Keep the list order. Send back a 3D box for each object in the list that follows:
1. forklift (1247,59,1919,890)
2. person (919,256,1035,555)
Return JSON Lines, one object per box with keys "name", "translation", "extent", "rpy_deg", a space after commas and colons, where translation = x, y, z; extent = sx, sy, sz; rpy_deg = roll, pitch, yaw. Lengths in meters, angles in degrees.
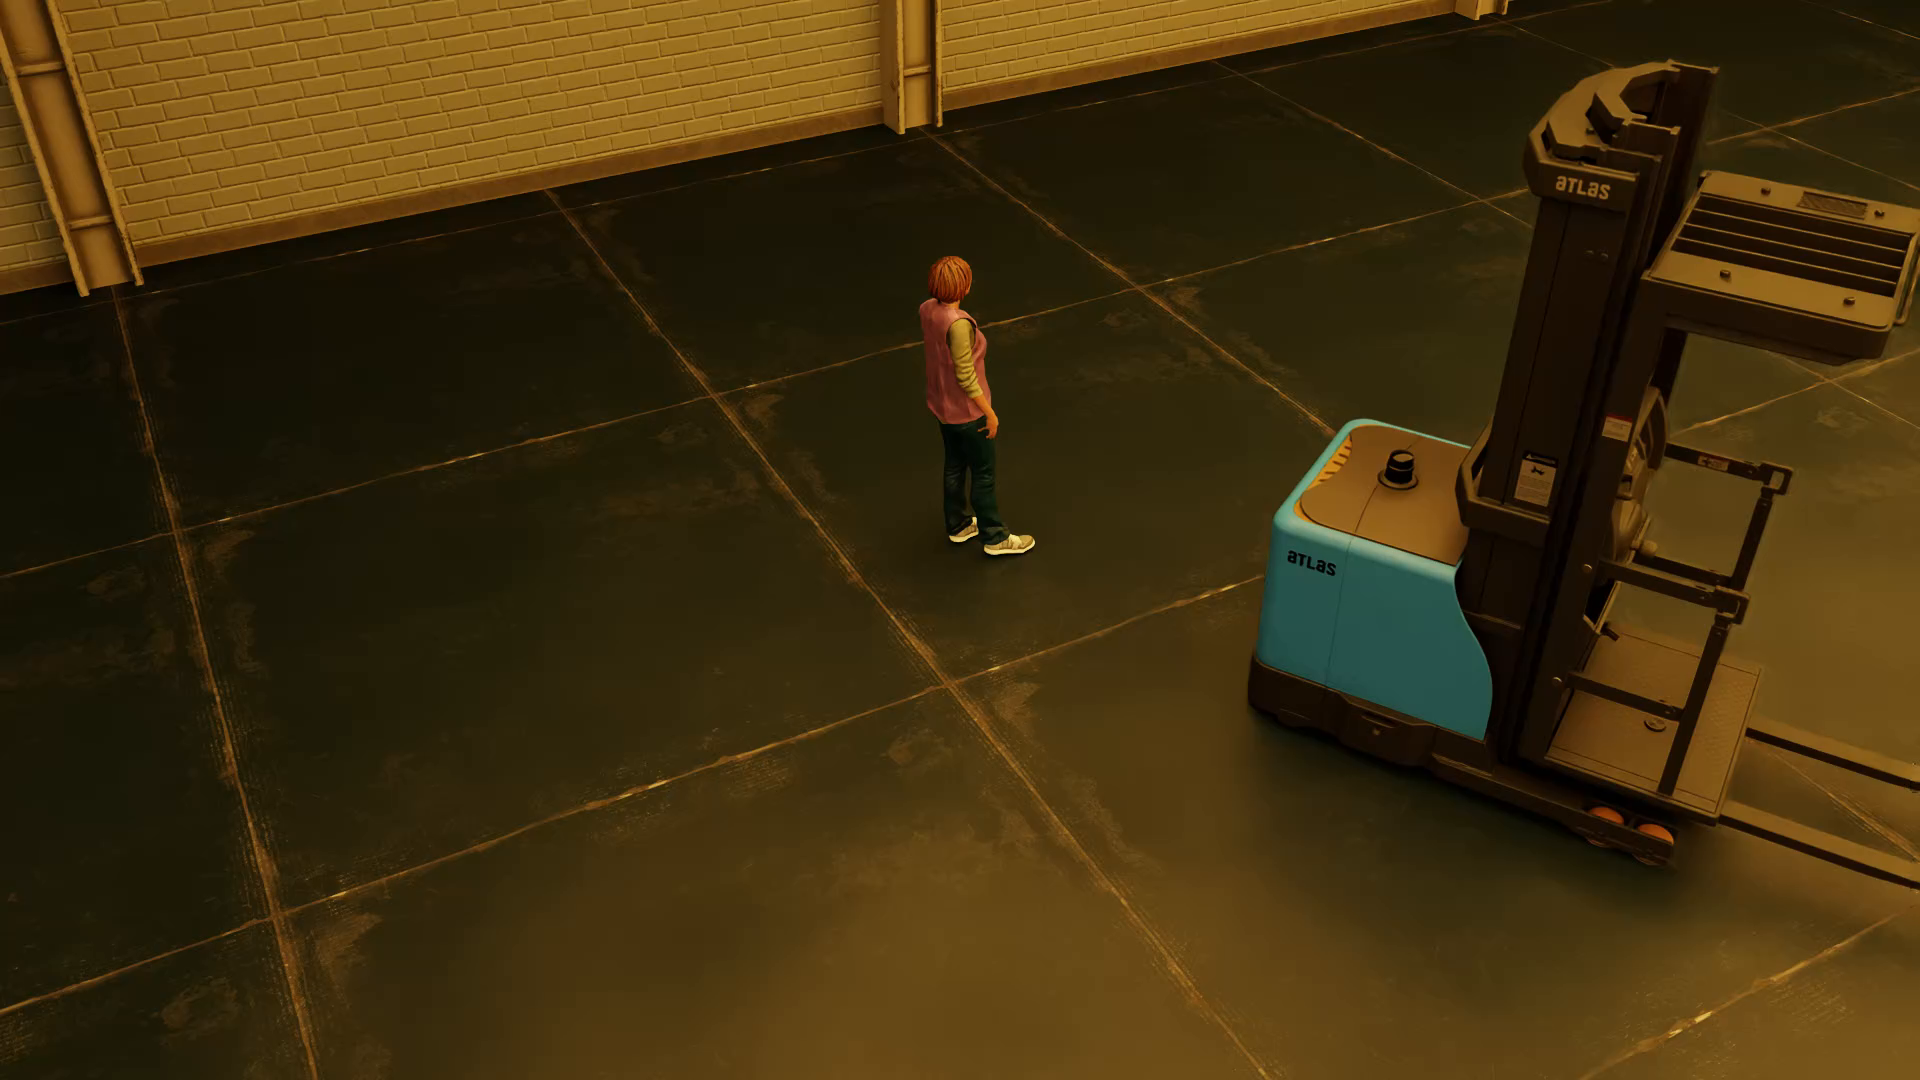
{"name": "forklift", "translation": [2.832, -0.224, 6.440], "extent": [3.031, 2.935, 1.130], "rpy_deg": [19, 39, 25]}
{"name": "person", "translation": [0.073, -0.671, 8.215], "extent": [0.473, 1.599, 0.520], "rpy_deg": [-17, 39, -23]}
